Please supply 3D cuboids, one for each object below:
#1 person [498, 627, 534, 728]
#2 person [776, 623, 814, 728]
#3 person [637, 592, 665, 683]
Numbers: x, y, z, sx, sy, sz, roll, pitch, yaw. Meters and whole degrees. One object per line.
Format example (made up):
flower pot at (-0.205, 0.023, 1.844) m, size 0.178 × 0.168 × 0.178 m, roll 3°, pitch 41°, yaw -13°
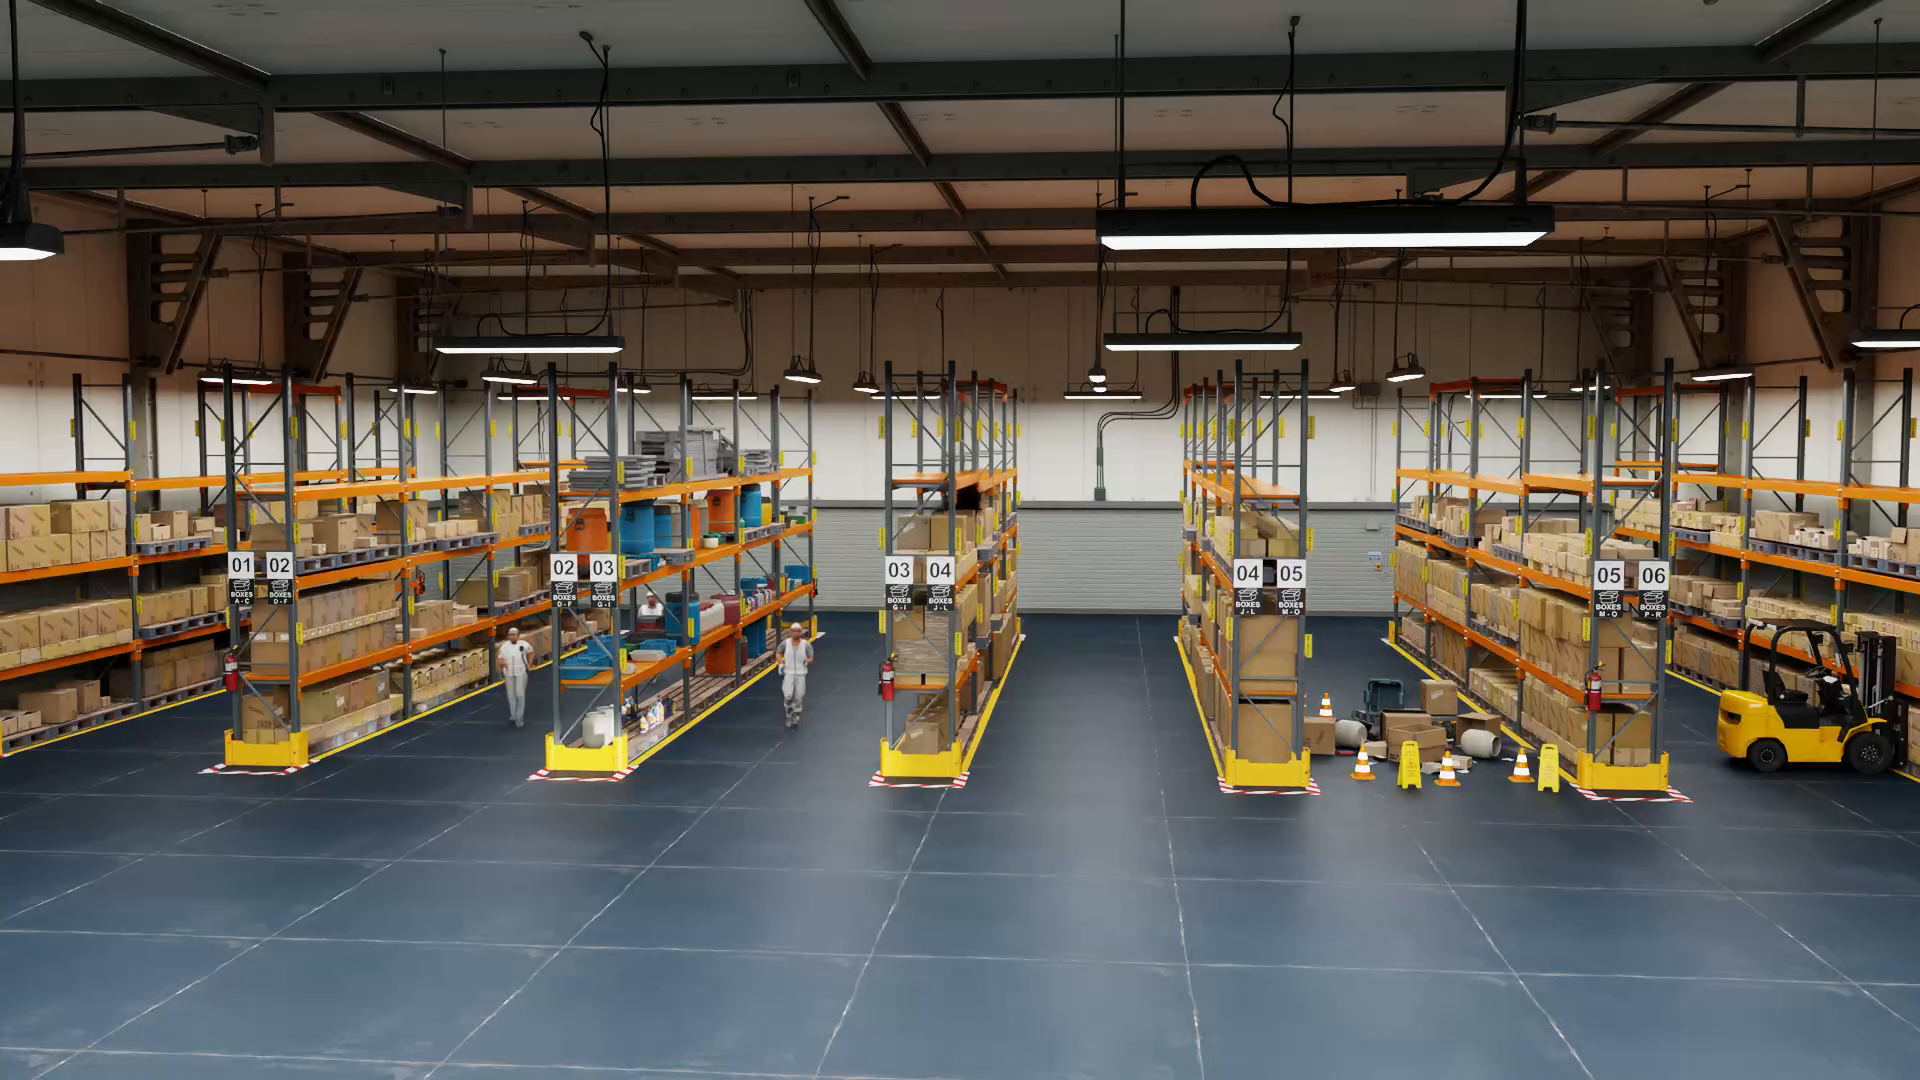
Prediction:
person at (-7.562, 2.331, 28.301) m, size 0.556 × 1.715 × 0.760 m, roll 0°, pitch 4°, yaw 0°
person at (-2.771, 2.280, 27.915) m, size 0.634 × 1.773 × 0.674 m, roll 0°, pitch 4°, yaw -6°
person at (-6.143, 1.900, 33.144) m, size 0.683 × 1.771 × 0.969 m, roll 0°, pitch 4°, yaw 2°
